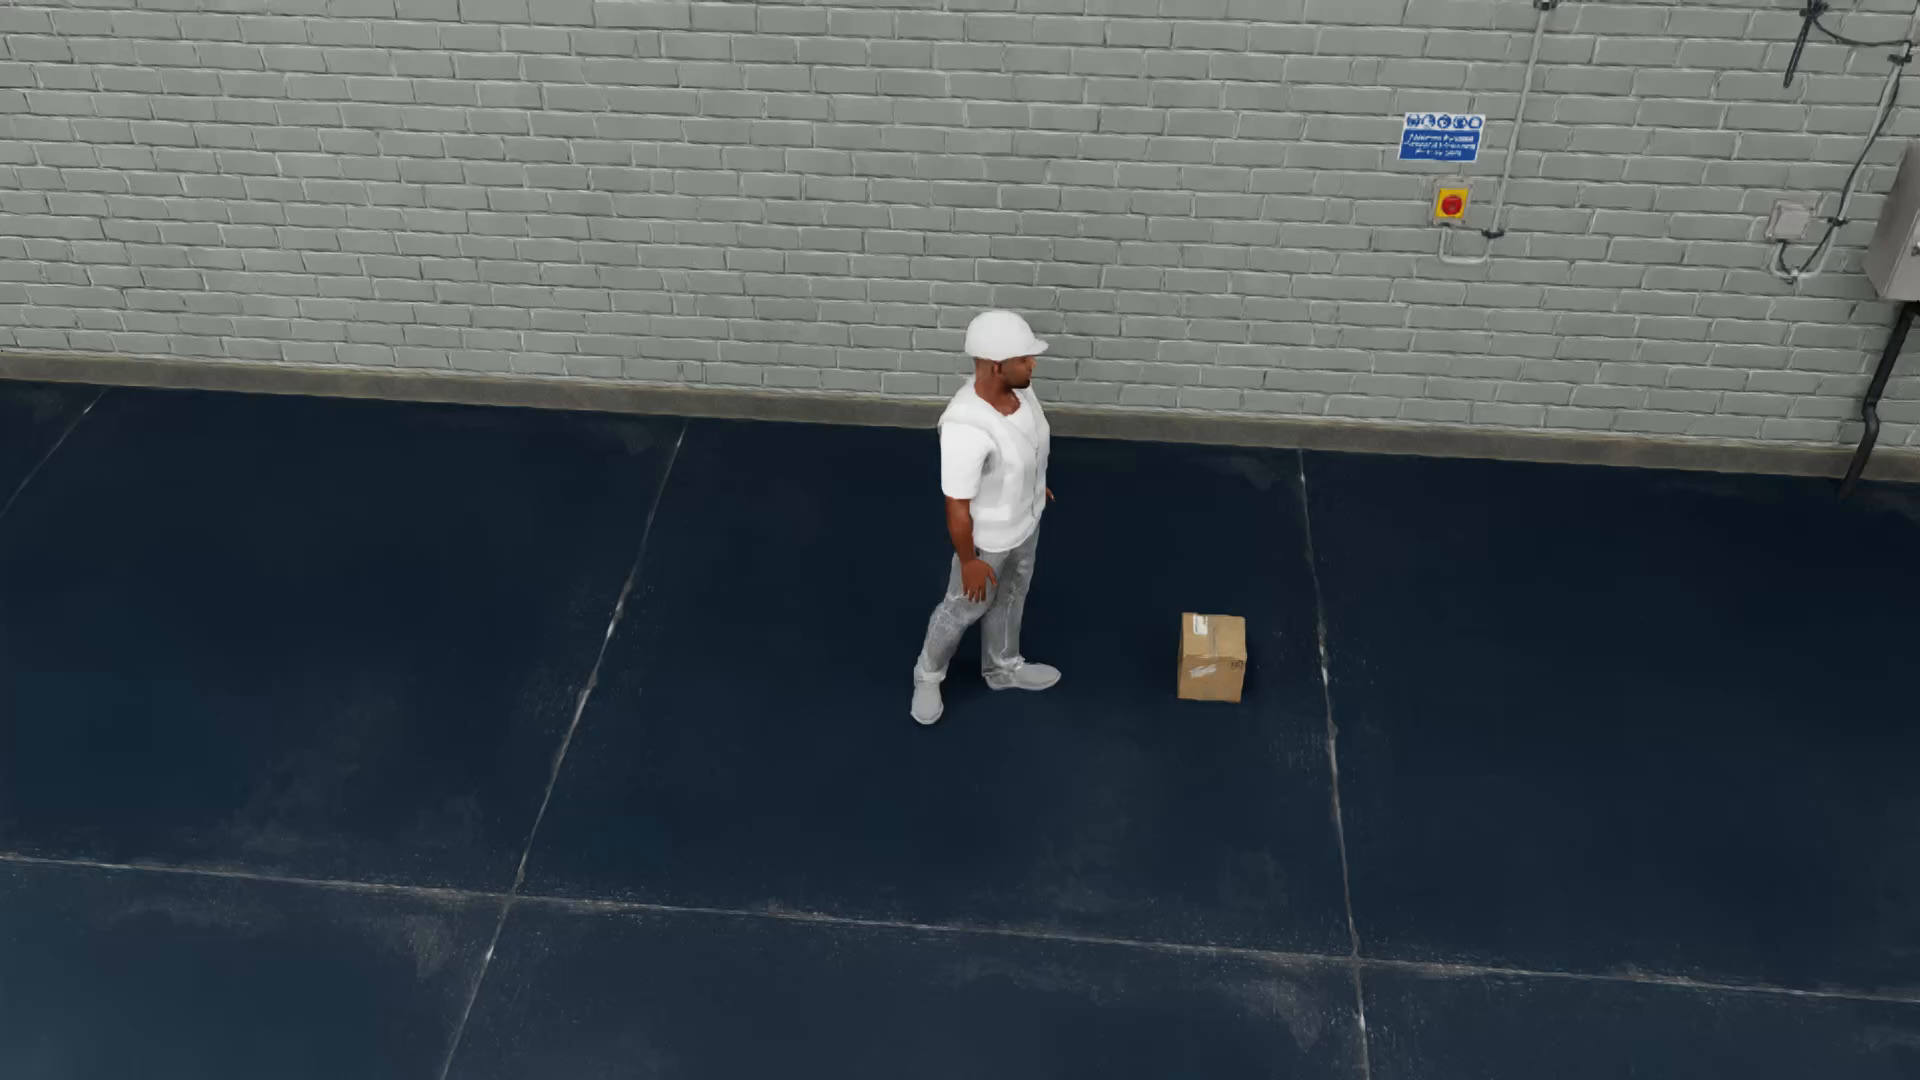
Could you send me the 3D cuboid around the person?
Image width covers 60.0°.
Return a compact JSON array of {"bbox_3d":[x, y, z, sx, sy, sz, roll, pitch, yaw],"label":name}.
[{"bbox_3d":[0.095,-0.071,6.221,0.524,1.763,0.651,19,43,21],"label":"person"}]
